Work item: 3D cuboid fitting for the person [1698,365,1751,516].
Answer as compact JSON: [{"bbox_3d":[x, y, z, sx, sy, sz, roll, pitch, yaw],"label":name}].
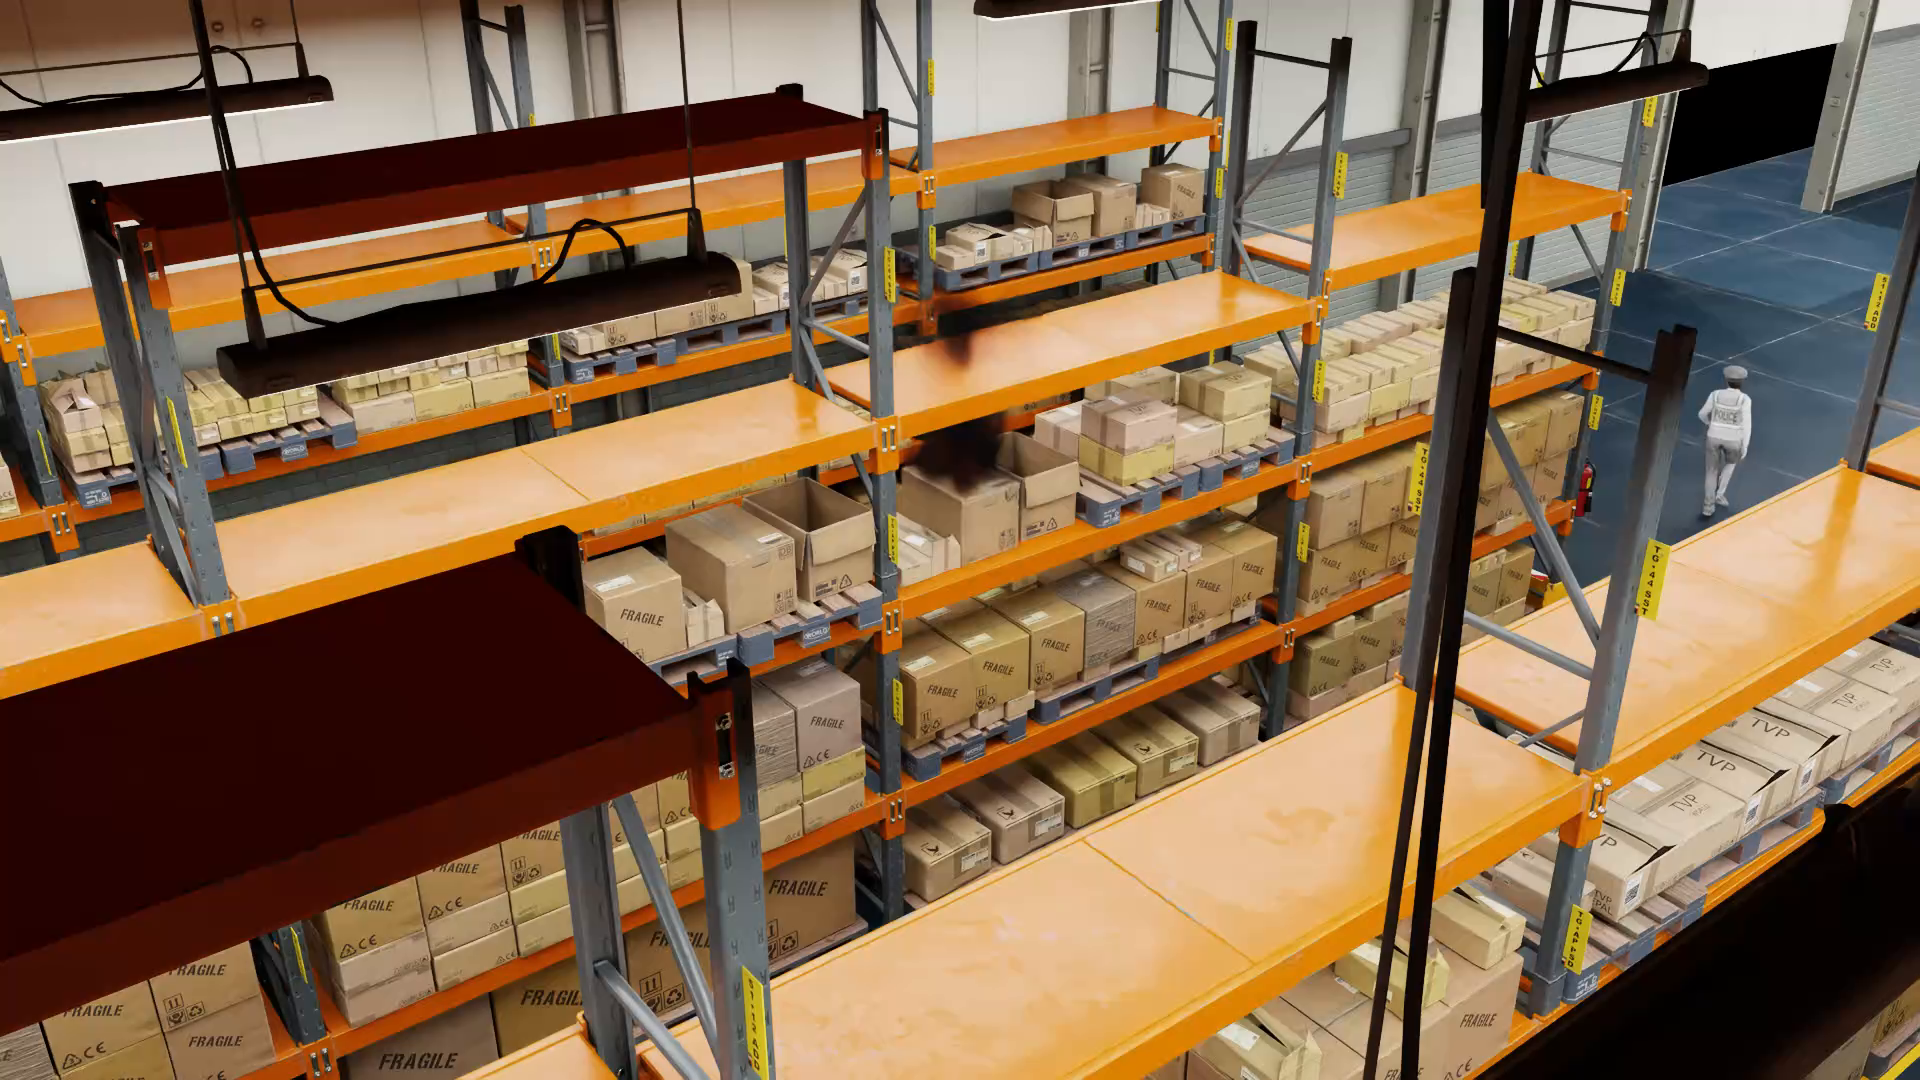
[{"bbox_3d":[8.498,-1.129,18.548,0.592,1.619,0.760,14,30,27],"label":"person"}]
